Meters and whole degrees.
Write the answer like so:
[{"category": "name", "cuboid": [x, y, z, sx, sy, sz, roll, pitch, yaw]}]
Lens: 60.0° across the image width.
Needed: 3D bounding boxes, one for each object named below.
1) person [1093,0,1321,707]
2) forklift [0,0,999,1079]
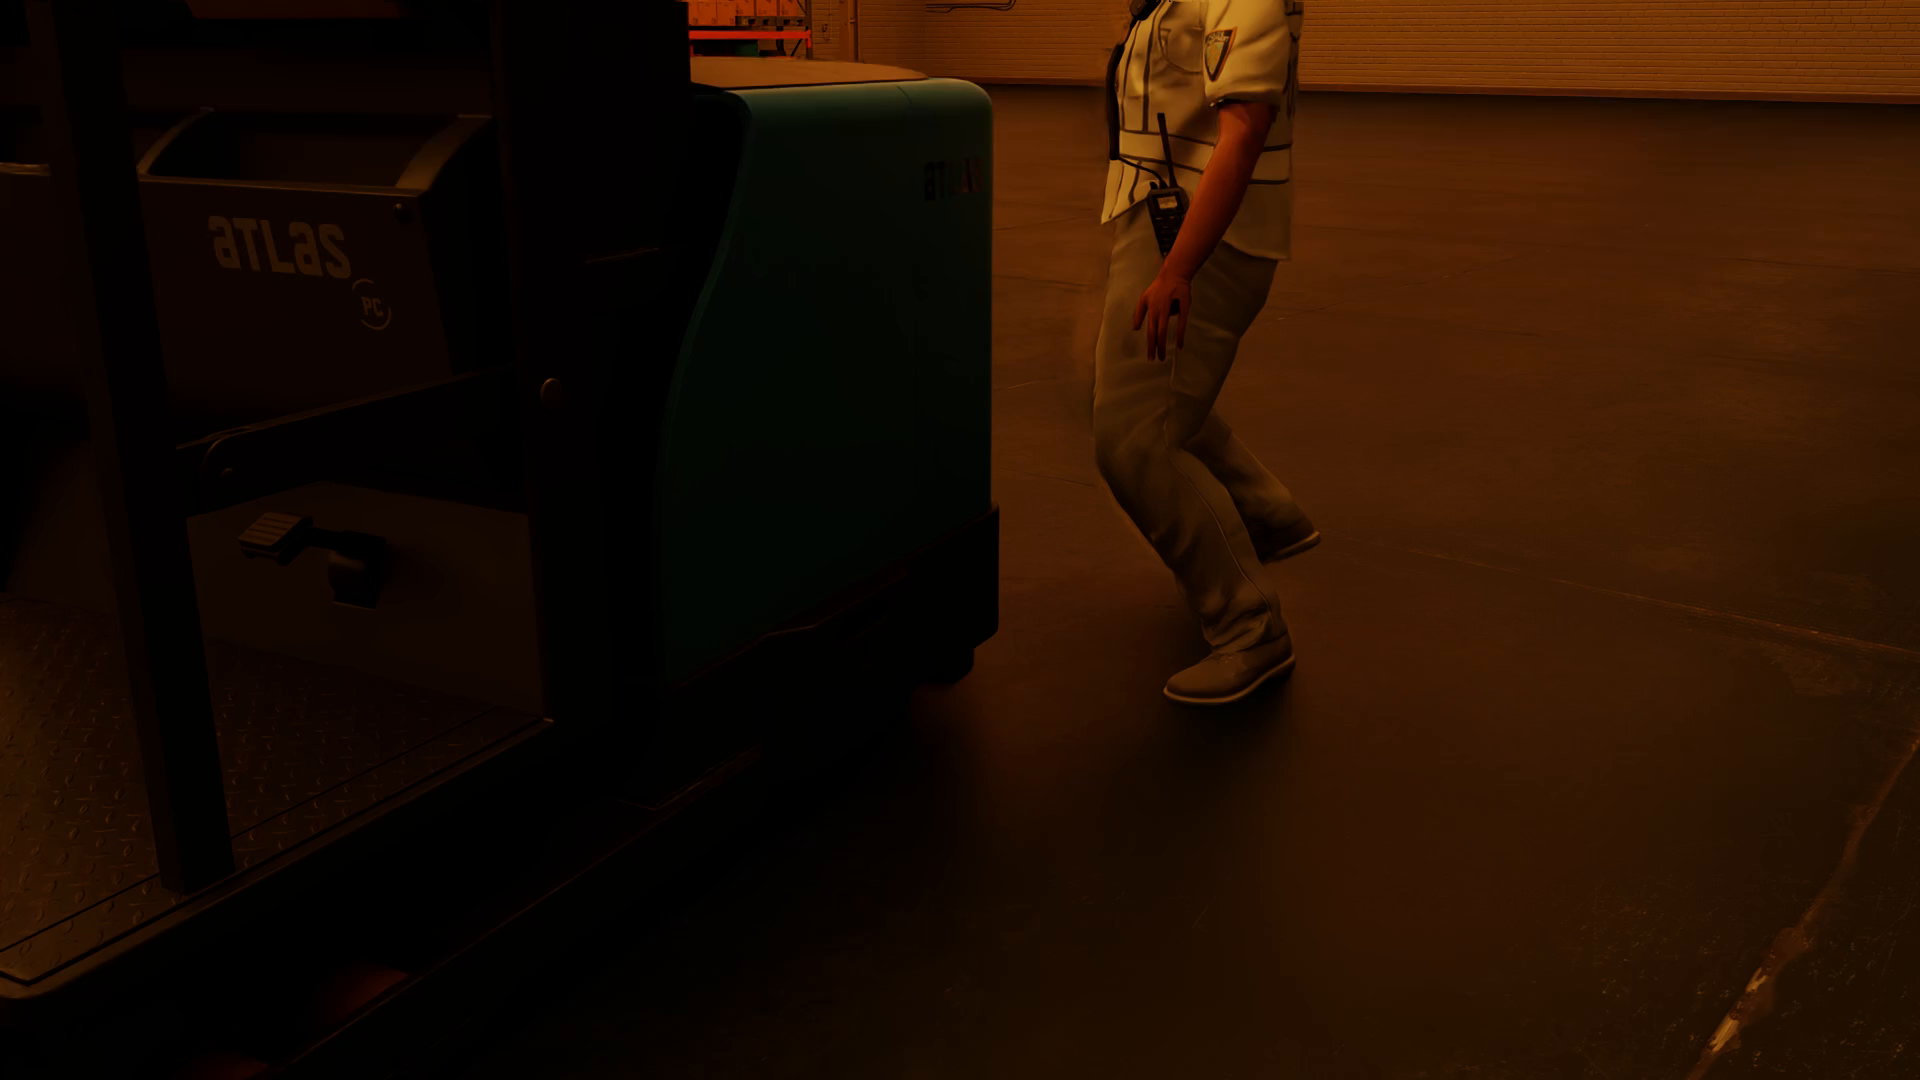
[{"category": "person", "cuboid": [0.472, -0.571, 3.133, 0.484, 1.587, 0.834, 4, 17, 12]}, {"category": "forklift", "cuboid": [-1.056, -0.862, 1.736, 1.130, 2.935, 3.031, 9, 19, 26]}]
